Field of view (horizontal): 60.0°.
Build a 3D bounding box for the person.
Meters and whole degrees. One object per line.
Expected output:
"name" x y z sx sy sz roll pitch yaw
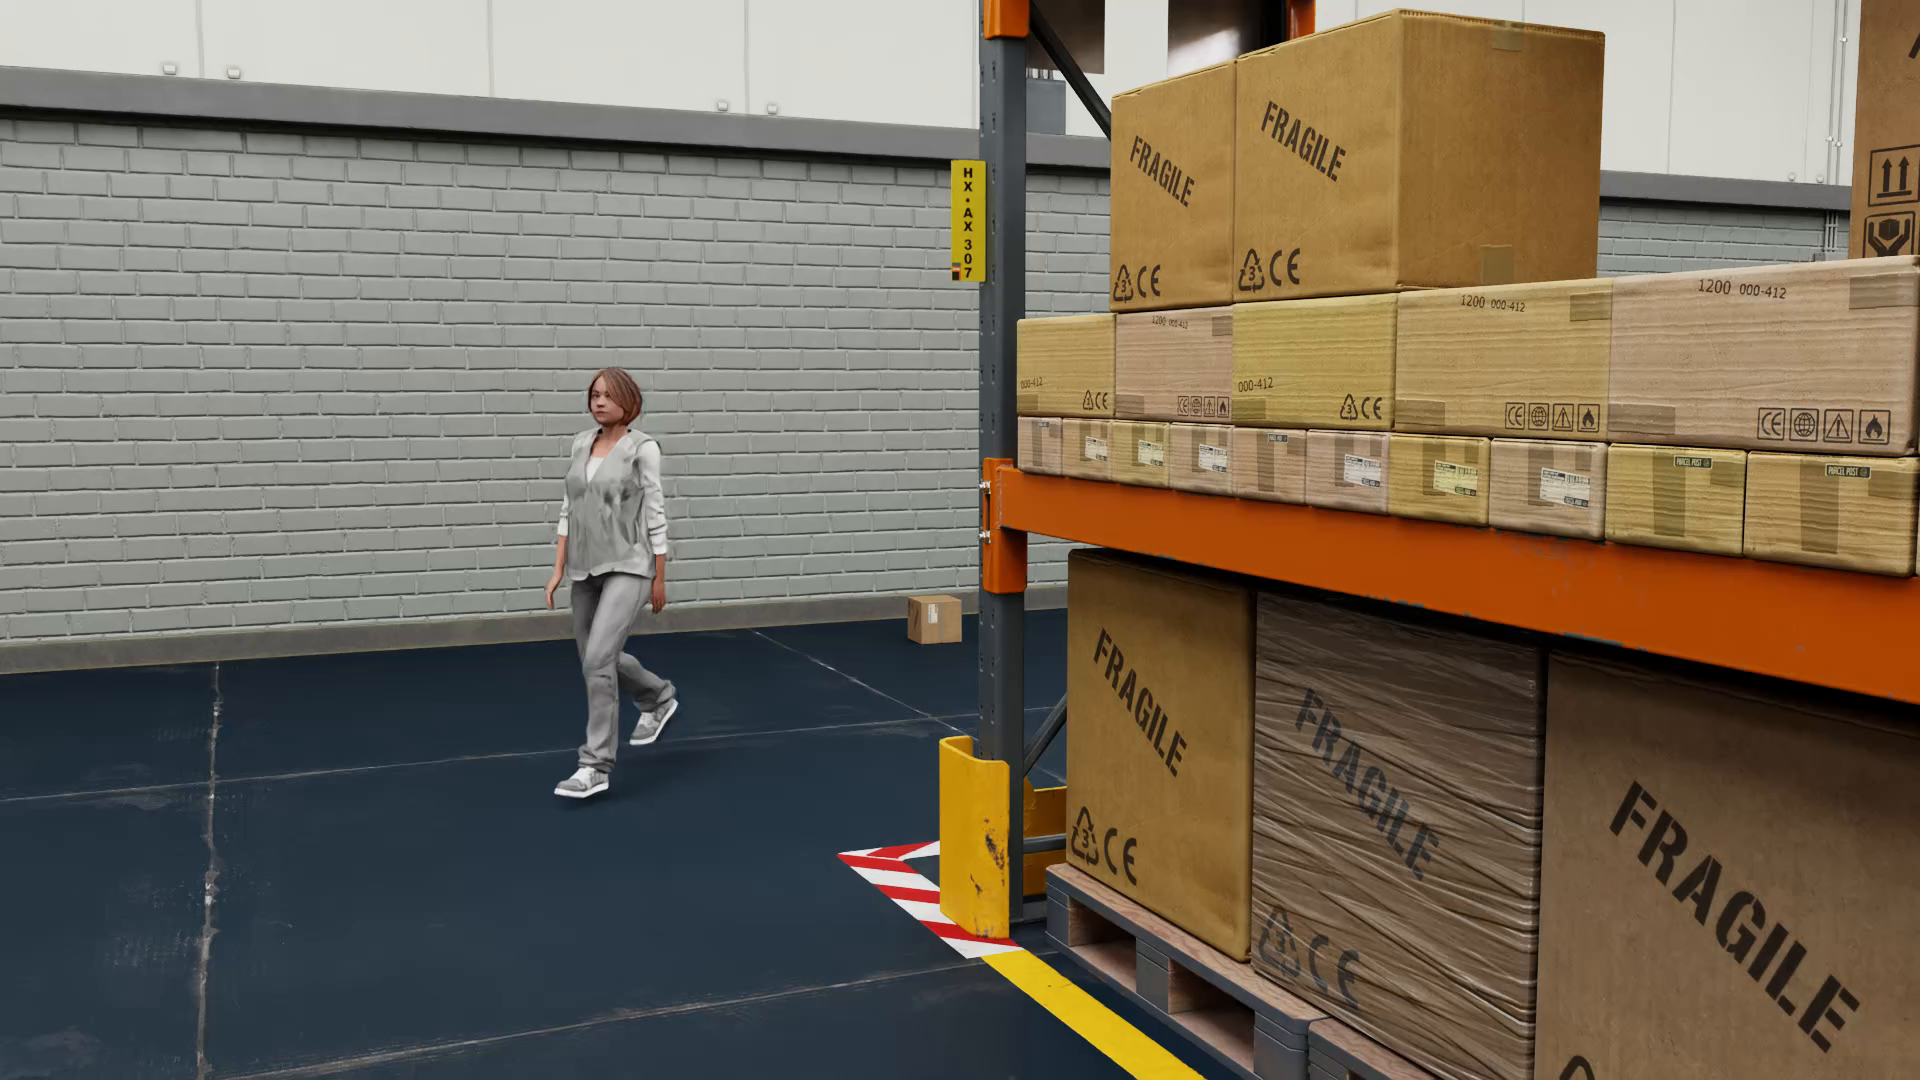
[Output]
"person" -1.323 -0.177 6.219 0.407 0.936 0.320 3 6 27
